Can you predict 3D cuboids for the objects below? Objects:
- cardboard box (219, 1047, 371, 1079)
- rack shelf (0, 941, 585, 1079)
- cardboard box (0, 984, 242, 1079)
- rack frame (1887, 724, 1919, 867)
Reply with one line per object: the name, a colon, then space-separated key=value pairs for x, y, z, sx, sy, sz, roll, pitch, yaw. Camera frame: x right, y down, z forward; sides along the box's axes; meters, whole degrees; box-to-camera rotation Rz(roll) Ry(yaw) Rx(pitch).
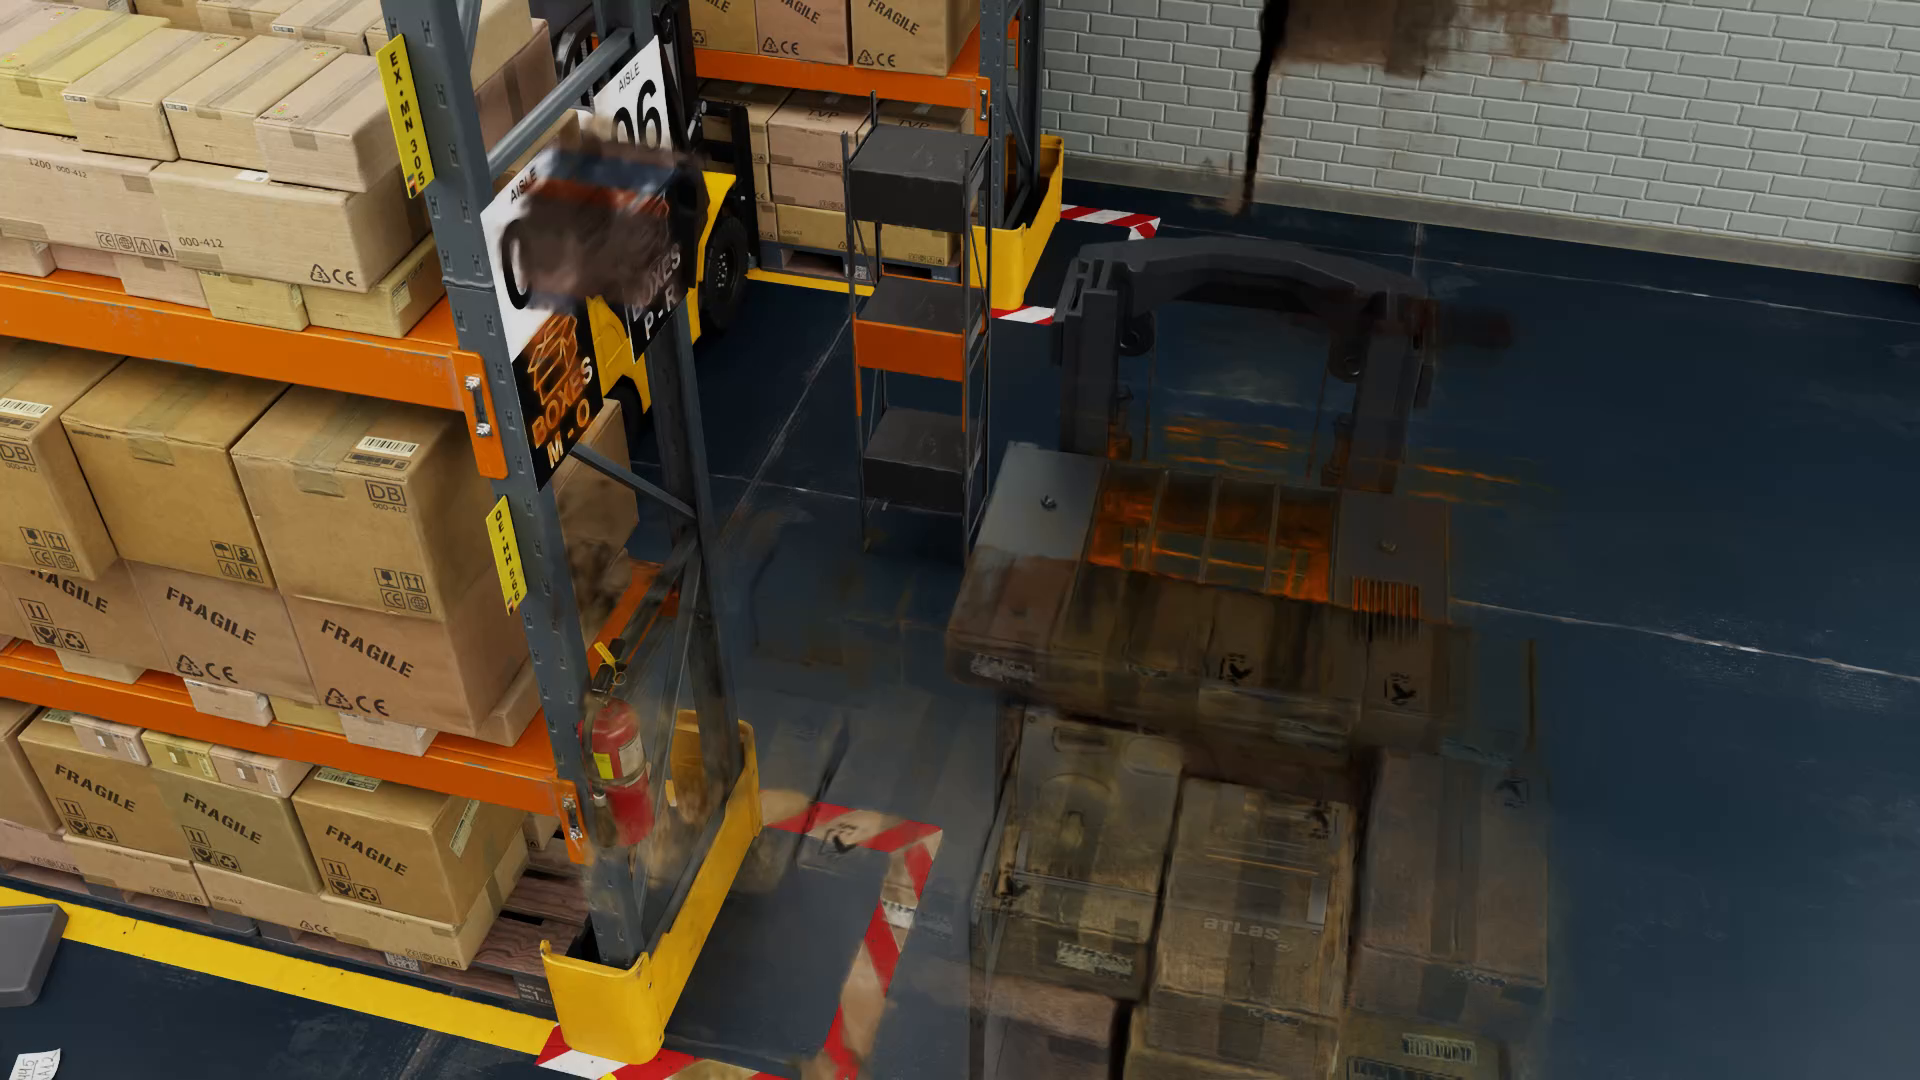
cardboard box: x=-6.209 y=-3.184 z=10.754 sx=0.625 sy=0.625 sz=0.875 roll=11 pitch=41 yaw=13
rack shelf: x=-5.510 y=-3.541 z=10.218 sx=4.000 sy=0.370 sz=1.077 roll=10 pitch=41 yaw=11
cardboard box: x=-6.843 y=-3.288 z=10.877 sx=0.625 sy=0.625 sz=0.875 roll=11 pitch=41 yaw=13
rack frame: x=-3.578 y=-3.484 z=9.590 sx=0.127 sy=3.000 sz=1.000 roll=10 pitch=41 yaw=11
